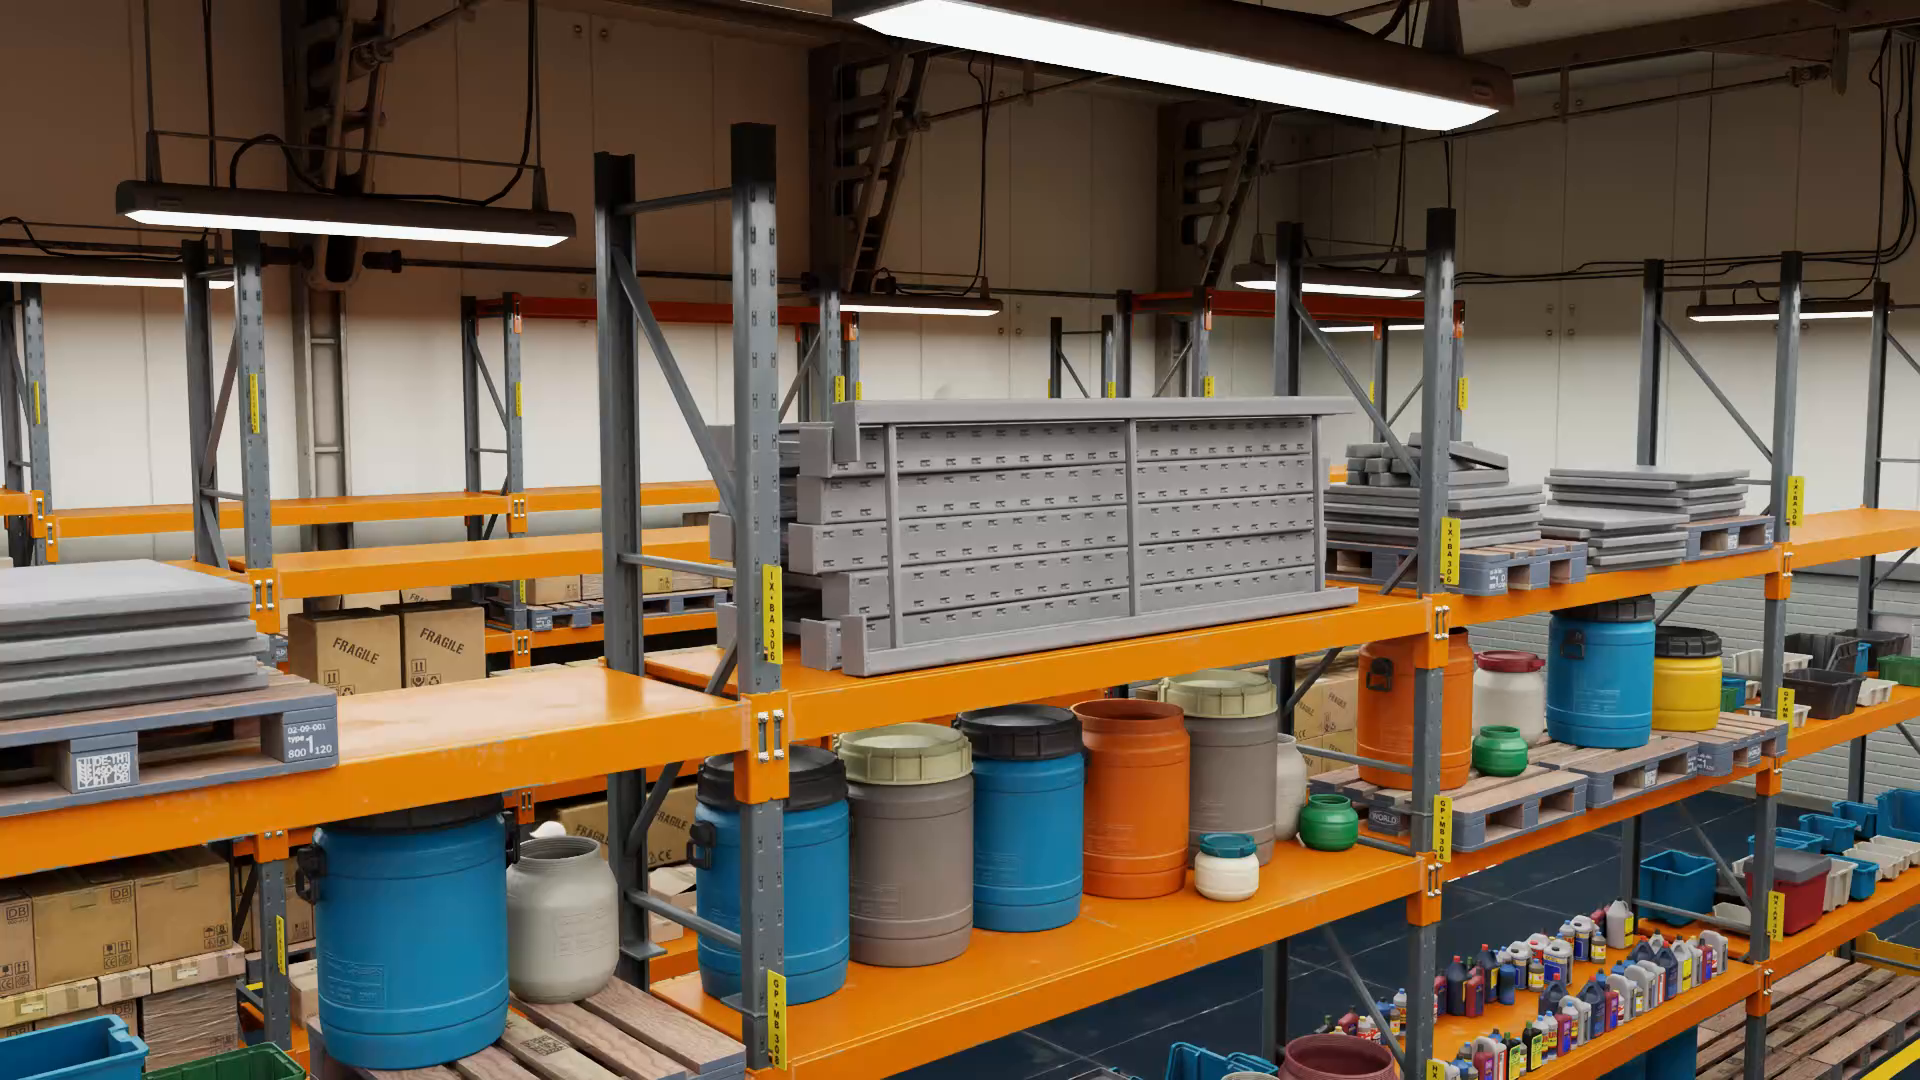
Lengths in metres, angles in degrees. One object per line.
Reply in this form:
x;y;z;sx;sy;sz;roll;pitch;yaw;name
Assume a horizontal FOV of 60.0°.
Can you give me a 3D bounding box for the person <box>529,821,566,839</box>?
-3.097;3.071;13.097;0.651;1.756;0.668;-4;7;-36;person
